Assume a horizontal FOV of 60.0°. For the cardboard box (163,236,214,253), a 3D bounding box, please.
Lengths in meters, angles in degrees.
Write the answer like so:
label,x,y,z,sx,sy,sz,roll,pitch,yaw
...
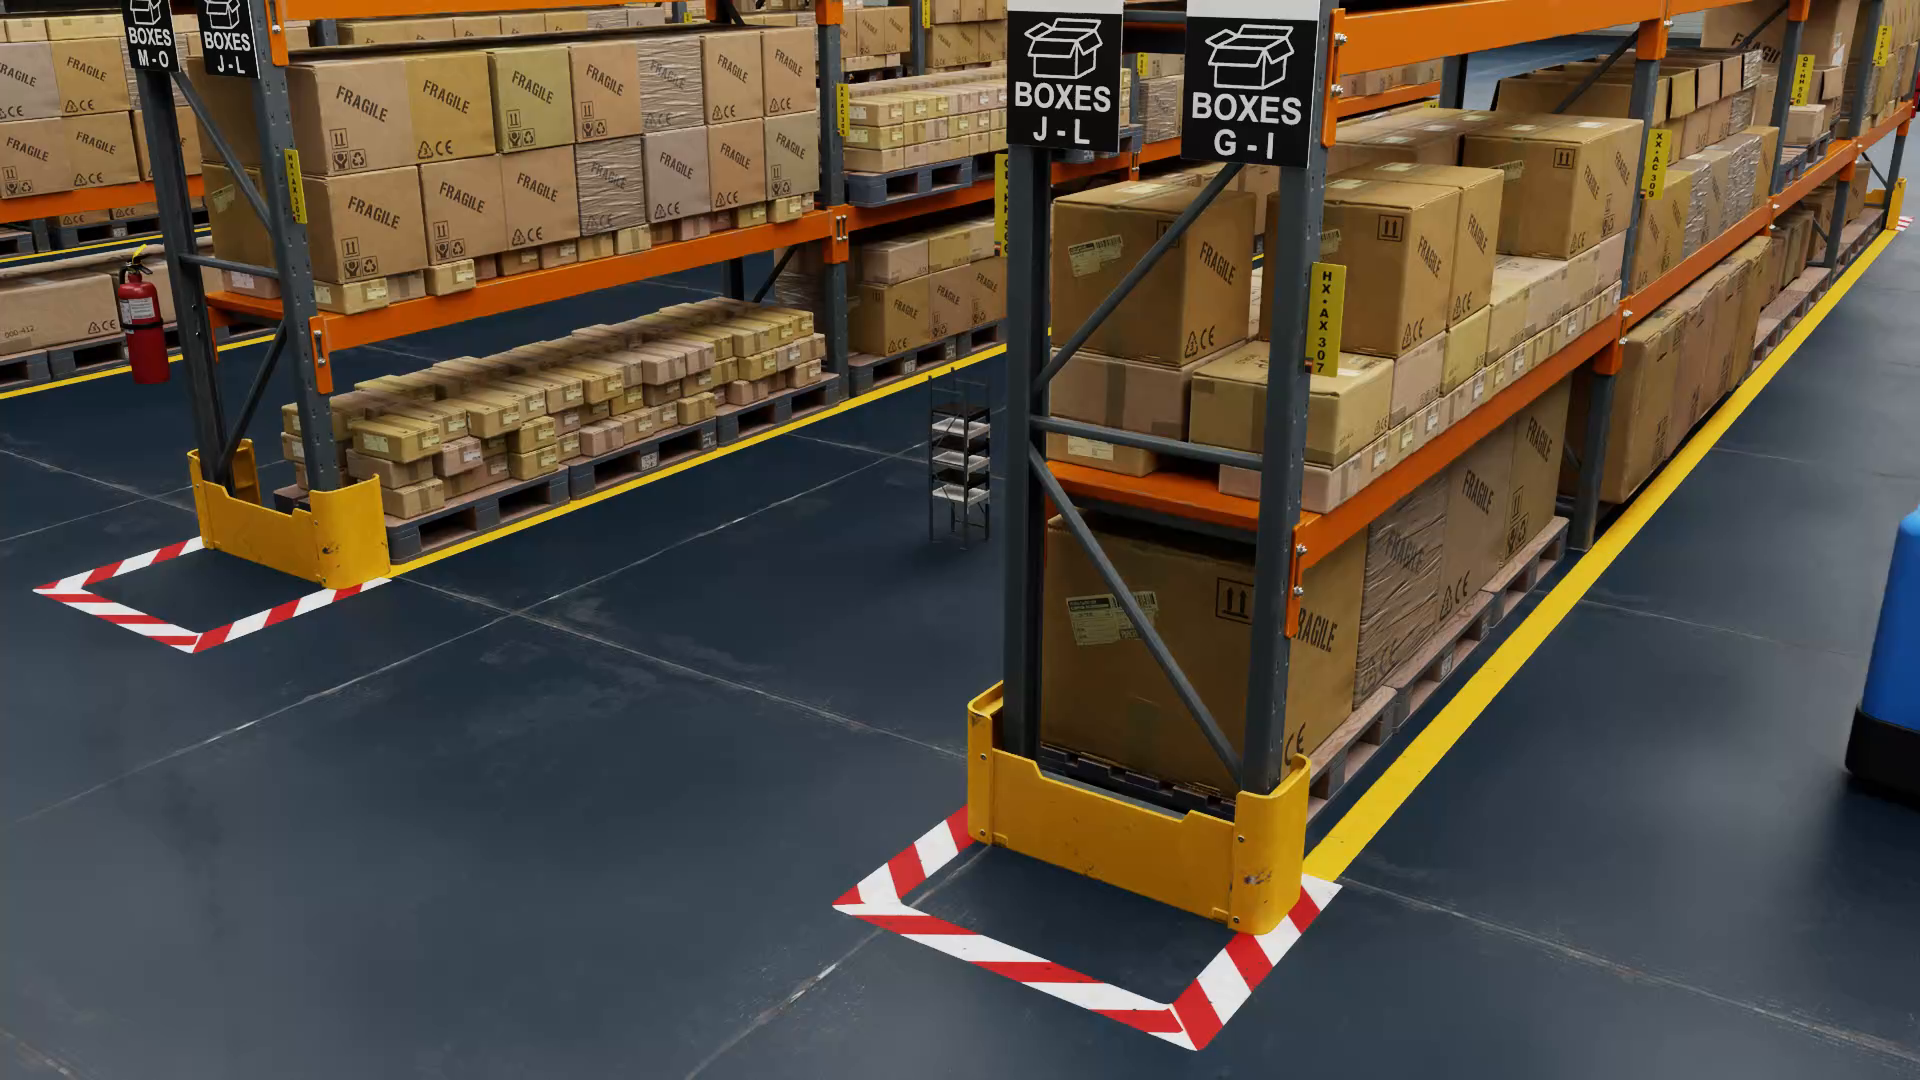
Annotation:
label,x,y,z,sx,sy,sz,roll,pitch,yaw
cardboard box,-5.794,-2.215,13.518,0.875,0.438,0.875,13,24,31

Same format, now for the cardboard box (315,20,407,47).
label,x,y,z,sx,sy,sz,roll,pitch,yaw
cardboard box,-4.867,-3.965,13.576,0.500,0.500,0.500,14,24,32

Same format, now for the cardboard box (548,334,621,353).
label,x,y,z,sx,sy,sz,roll,pitch,yaw
cardboard box,-2.295,-1.143,10.178,0.380,0.149,0.250,12,24,30

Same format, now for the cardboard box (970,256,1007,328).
label,x,y,z,sx,sy,sz,roll,pitch,yaw
cardboard box,0.012,-1.933,12.664,0.500,0.500,0.500,14,24,33

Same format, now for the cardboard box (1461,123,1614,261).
label,x,y,z,sx,sy,sz,roll,pitch,yaw
cardboard box,2.521,-1.540,7.312,0.500,0.500,0.500,14,24,32

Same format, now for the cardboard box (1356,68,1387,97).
label,x,y,z,sx,sy,sz,roll,pitch,yaw
cardboard box,4.184,-5.211,18.313,0.875,0.550,0.550,13,24,32

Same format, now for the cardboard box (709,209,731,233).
label,x,y,z,sx,sy,sz,roll,pitch,yaw
cardboard box,-1.625,-1.977,10.147,0.380,0.149,0.250,13,24,30

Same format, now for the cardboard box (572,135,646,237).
label,x,y,z,sx,sy,sz,roll,pitch,yaw
cardboard box,-2.122,-2.001,9.277,0.500,0.500,0.500,13,24,30

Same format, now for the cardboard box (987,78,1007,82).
label,x,y,z,sx,sy,sz,roll,pitch,yaw
cardboard box,0.422,-3.348,12.392,0.380,0.149,0.250,15,25,34

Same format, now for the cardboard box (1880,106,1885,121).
label,x,y,z,sx,sy,sz,roll,pitch,yaw
cardboard box,8.542,-4.060,15.780,0.380,0.149,0.250,13,24,32

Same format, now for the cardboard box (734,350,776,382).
label,x,y,z,sx,sy,sz,roll,pitch,yaw
cardboard box,-1.394,-1.129,10.570,0.380,0.149,0.250,12,24,30

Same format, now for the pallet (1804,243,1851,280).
label,x,y,z,sx,sy,sz,roll,pitch,yaw
pallet,7.689,-2.634,15.581,1.003,0.211,1.213,13,24,32

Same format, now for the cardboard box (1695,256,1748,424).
label,x,y,z,sx,sy,sz,roll,pitch,yaw
cardboard box,4.179,-1.346,10.539,1.225,0.875,0.875,13,24,32

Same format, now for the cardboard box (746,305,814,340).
label,x,y,z,sx,sy,sz,roll,pitch,yaw
cardboard box,-1.186,-1.429,10.951,0.380,0.149,0.250,14,25,33

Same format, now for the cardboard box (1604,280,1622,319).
label,x,y,z,sx,sy,sz,roll,pitch,yaw
cardboard box,2.943,-1.177,7.986,0.380,0.149,0.250,13,24,32

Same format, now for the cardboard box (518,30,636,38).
label,x,y,z,sx,sy,sz,roll,pitch,yaw
cardboard box,-2.245,-2.726,9.797,0.500,0.500,0.500,14,24,33

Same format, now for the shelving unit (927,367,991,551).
label,x,y,z,sx,sy,sz,roll,pitch,yaw
shelving unit,-0.005,-0.420,8.603,0.258,0.900,0.210,13,24,32

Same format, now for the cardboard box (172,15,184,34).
label,x,y,z,sx,sy,sz,roll,pitch,yaw
cardboard box,-5.887,-3.770,12.112,0.380,0.149,0.250,13,24,31

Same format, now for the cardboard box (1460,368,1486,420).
label,x,y,z,sx,sy,sz,roll,pitch,yaw
cardboard box,1.788,-0.588,6.393,0.380,0.149,0.250,13,24,31

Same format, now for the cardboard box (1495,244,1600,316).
label,x,y,z,sx,sy,sz,roll,pitch,yaw
cardboard box,2.523,-1.189,7.443,0.500,0.250,0.500,14,25,33

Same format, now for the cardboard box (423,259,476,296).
label,x,y,z,sx,sy,sz,roll,pitch,yaw
cardboard box,-2.693,-1.354,8.464,0.380,0.149,0.250,12,24,30

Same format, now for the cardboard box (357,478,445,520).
label,x,y,z,sx,sy,sz,roll,pitch,yaw
cardboard box,-2.891,-0.243,8.602,0.380,0.149,0.250,14,24,33

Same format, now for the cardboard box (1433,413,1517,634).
label,x,y,z,sx,sy,sz,roll,pitch,yaw
cardboard box,1.900,-0.215,7.480,0.875,0.875,0.875,13,24,32

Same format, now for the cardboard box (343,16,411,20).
label,x,y,z,sx,sy,sz,roll,pitch,yaw
cardboard box,-5.024,-4.222,14.270,0.500,0.500,0.500,14,24,33

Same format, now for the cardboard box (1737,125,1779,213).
label,x,y,z,sx,sy,sz,roll,pitch,yaw
cardboard box,5.020,-2.451,10.924,0.500,0.500,0.500,14,25,33

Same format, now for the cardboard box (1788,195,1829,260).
label,x,y,z,sx,sy,sz,roll,pitch,yaw
cardboard box,7.599,-2.873,15.207,0.500,0.500,0.500,12,24,30

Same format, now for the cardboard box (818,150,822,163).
label,x,y,z,sx,sy,sz,roll,pitch,yaw
cardboard box,-1.142,-2.674,11.428,0.380,0.149,0.250,13,24,31

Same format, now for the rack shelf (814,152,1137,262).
label,x,y,z,sx,sy,sz,roll,pitch,yaw
rack shelf,-0.077,-2.679,12.721,1.077,0.370,4.000,13,24,32

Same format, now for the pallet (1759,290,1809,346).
label,x,y,z,sx,sy,sz,roll,pitch,yaw
pallet,6.219,-1.859,13.486,1.003,0.211,1.213,13,24,32

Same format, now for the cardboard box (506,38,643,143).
label,x,y,z,sx,sy,sz,roll,pitch,yaw
cardboard box,-2.106,-2.465,9.092,0.500,0.500,0.500,12,24,30

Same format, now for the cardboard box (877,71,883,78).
label,x,y,z,sx,sy,sz,roll,pitch,yaw
cardboard box,-0.927,-5.708,20.236,0.380,0.149,0.250,13,24,31

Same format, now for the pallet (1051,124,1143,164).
label,x,y,z,sx,sy,sz,roll,pitch,yaw
pallet,0.734,-3.275,13.572,1.213,0.211,1.003,13,24,32

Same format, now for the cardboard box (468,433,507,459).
label,x,y,z,sx,sy,sz,roll,pitch,yaw
cardboard box,-2.678,-0.550,9.003,0.380,0.149,0.250,14,24,33

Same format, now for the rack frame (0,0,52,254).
label,x,y,z,sx,sy,sz,roll,pitch,yaw
rack frame,-9.460,-4.346,16.191,1.000,3.000,0.127,13,24,32

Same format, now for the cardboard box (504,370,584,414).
label,x,y,z,sx,sy,sz,roll,pitch,yaw
cardboard box,-2.337,-0.833,9.340,0.380,0.149,0.250,14,25,34

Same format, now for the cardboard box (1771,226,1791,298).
label,x,y,z,sx,sy,sz,roll,pitch,yaw
cardboard box,6.380,-2.310,13.655,0.700,0.500,0.500,11,23,27

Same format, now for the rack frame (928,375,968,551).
label,x,y,z,sx,sy,sz,roll,pitch,yaw
rack frame,-0.062,-0.391,8.524,0.240,0.900,0.006,13,24,32

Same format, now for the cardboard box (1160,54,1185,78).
label,x,y,z,sx,sy,sz,roll,pitch,yaw
cardboard box,1.591,-4.379,14.693,0.700,0.500,0.500,13,24,31

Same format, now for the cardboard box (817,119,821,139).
label,x,y,z,sx,sy,sz,roll,pitch,yaw
cardboard box,-1.141,-2.814,11.377,0.380,0.149,0.250,14,25,33

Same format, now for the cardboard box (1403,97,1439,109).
label,x,y,z,sx,sy,sz,roll,pitch,yaw
cardboard box,5.217,-4.879,20.088,0.875,0.875,0.875,13,24,32

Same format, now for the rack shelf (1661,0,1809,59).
label,x,y,z,sx,sy,sz,roll,pitch,yaw
rack shelf,3.968,-3.090,9.508,1.077,0.370,4.000,13,24,32

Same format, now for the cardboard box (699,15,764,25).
label,x,y,z,sx,sy,sz,roll,pitch,yaw
cardboard box,-2.372,-5.145,17.173,0.500,0.500,0.500,15,25,35

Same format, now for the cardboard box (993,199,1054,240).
label,x,y,z,sx,sy,sz,roll,pitch,yaw
cardboard box,0.604,-2.572,13.312,0.500,0.250,0.500,14,24,33

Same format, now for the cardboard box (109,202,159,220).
label,x,y,z,sx,sy,sz,roll,pitch,yaw
cardboard box,-8.711,-3.620,17.226,0.500,0.500,0.500,13,24,31

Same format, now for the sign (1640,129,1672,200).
label,x,y,z,sx,sy,sz,roll,pitch,yaw
sign,3.303,-1.782,7.896,0.100,0.325,0.005,13,24,32

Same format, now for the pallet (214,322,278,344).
label,x,y,z,sx,sy,sz,roll,pitch,yaw
pallet,-5.845,-1.868,13.512,1.003,0.211,1.213,13,24,32

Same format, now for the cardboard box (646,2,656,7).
label,x,y,z,sx,sy,sz,roll,pitch,yaw
cardboard box,-4.330,-7.333,22.759,0.380,0.149,0.250,13,24,31

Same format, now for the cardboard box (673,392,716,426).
label,x,y,z,sx,sy,sz,roll,pitch,yaw
cardboard box,-1.722,-0.827,10.180,0.380,0.149,0.250,13,24,32

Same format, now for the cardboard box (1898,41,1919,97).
label,x,y,z,sx,sy,sz,roll,pitch,yaw
cardboard box,9.075,-4.757,16.728,0.875,0.500,0.500,13,24,32

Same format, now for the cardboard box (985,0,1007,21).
label,x,y,z,sx,sy,sz,roll,pitch,yaw
cardboard box,0.181,-6.695,20.527,0.700,0.500,0.500,13,24,31

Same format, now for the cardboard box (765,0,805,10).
label,x,y,z,sx,sy,sz,roll,pitch,yaw
cardboard box,-1.938,-5.964,18.452,0.380,0.149,0.250,15,25,35

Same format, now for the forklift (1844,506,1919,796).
label,x,y,z,sx,sy,sz,roll,pitch,yaw
forklift,4.725,-0.690,6.405,1.130,2.935,3.031,19,28,42

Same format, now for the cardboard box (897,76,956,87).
label,x,y,z,sx,sy,sz,roll,pitch,yaw
cardboard box,-0.254,-3.406,12.547,0.380,0.149,0.250,13,24,31

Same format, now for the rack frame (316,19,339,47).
label,x,y,z,sx,sy,sz,roll,pitch,yaw
rack frame,-5.352,-3.379,13.577,1.000,3.000,0.127,13,24,32

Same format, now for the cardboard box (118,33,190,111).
label,x,y,z,sx,sy,sz,roll,pitch,yaw
cardboard box,-5.960,-3.414,12.085,0.500,0.500,0.500,14,24,33
